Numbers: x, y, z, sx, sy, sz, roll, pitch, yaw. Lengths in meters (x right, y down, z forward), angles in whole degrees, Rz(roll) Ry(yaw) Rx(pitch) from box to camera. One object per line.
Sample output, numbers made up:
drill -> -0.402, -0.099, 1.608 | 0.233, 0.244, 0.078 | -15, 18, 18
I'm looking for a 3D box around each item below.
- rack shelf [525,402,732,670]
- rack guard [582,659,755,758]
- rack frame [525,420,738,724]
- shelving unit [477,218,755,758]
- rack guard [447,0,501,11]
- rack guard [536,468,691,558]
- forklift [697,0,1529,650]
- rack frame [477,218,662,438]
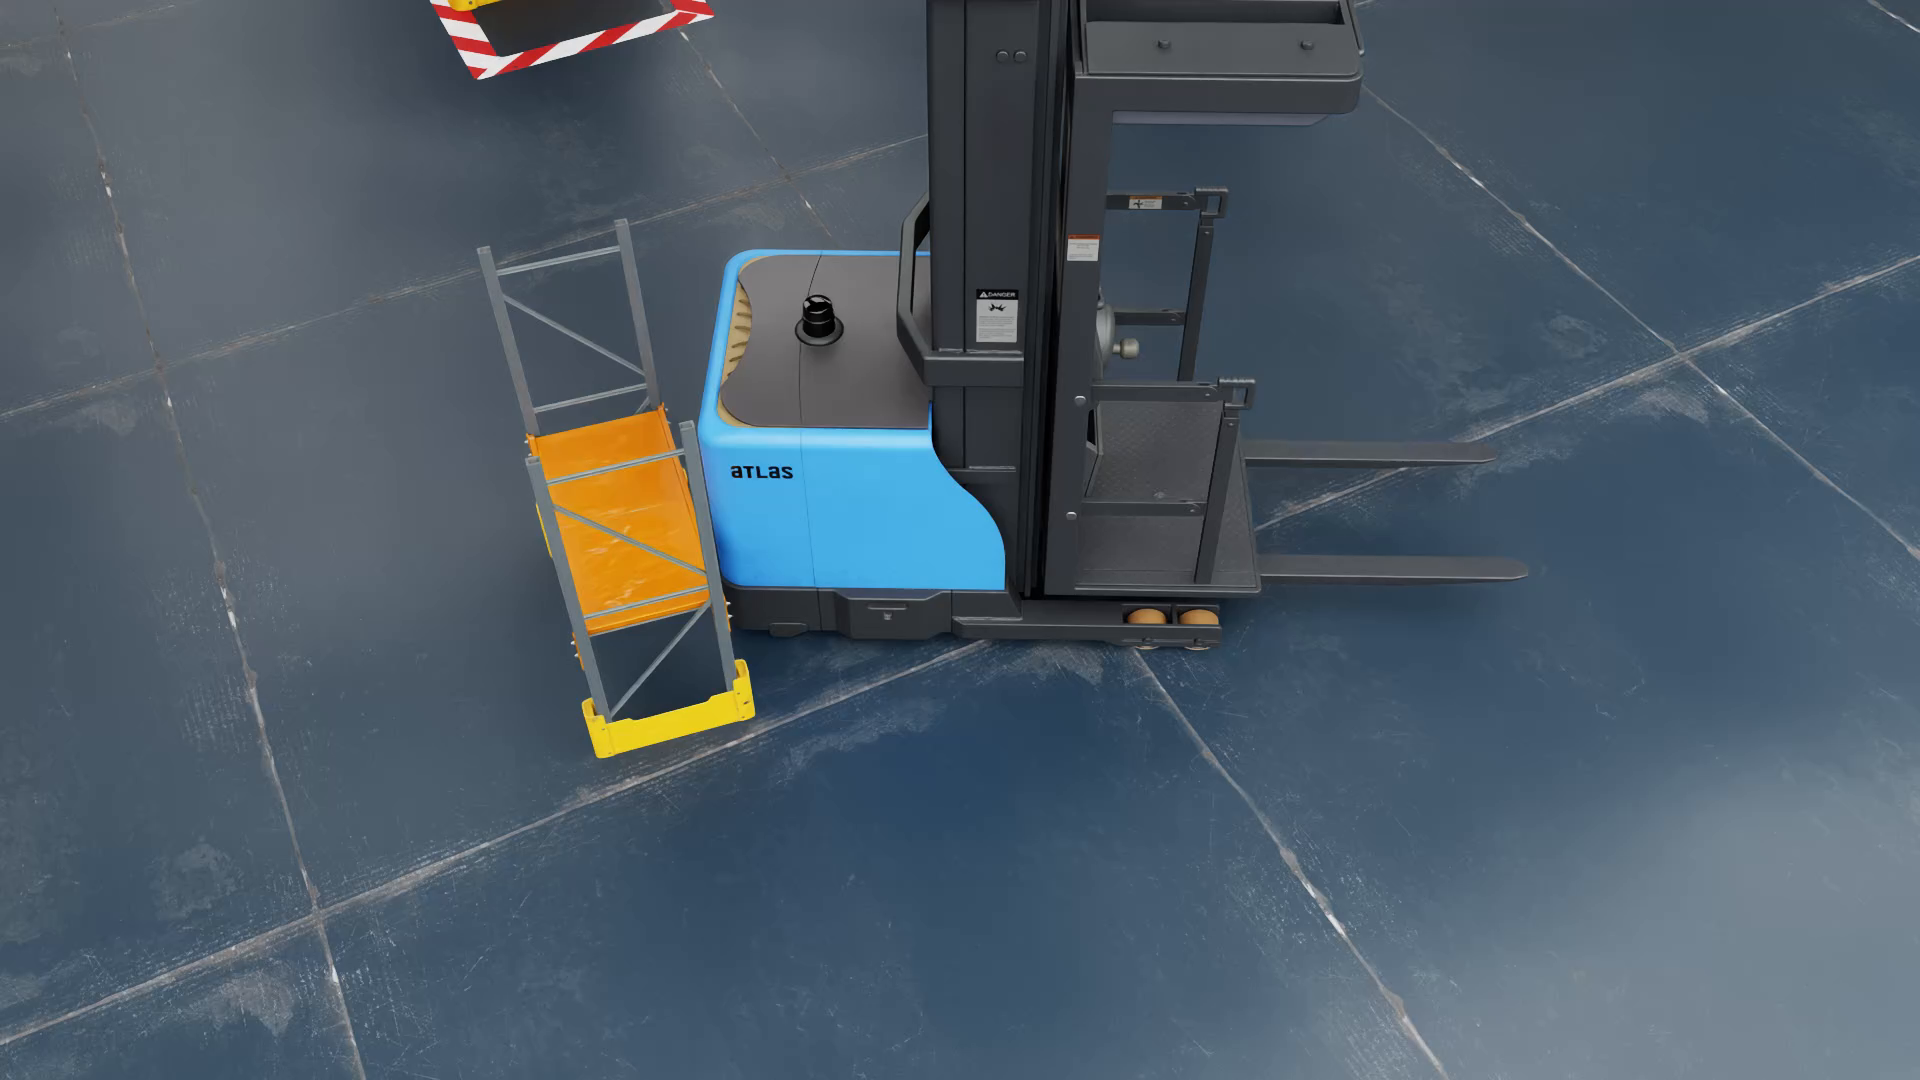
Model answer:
rack shelf -> -1.192, -0.038, 5.918 | 0.538, 0.185, 1.000 | -14, 50, -12
rack guard -> -1.035, 0.604, 5.948 | 0.587, 0.250, 0.087 | -14, 50, -12
rack frame -> -1.030, 0.207, 5.465 | 0.500, 1.500, 0.032 | -14, 50, -12
shelving unit -> -1.195, -0.162, 5.788 | 0.587, 1.500, 1.083 | -14, 50, -12
rack guard -> -2.349, -3.390, 9.275 | 1.175, 0.500, 0.348 | -21, 52, -18
rack guard -> -1.354, -0.106, 6.569 | 0.587, 0.250, 0.087 | -14, 50, -12
forklift -> 0.624, -0.956, 5.532 | 3.031, 2.935, 1.130 | 1, 49, 1
rack frame -> -1.354, -0.518, 6.099 | 0.500, 1.500, 0.032 | -14, 50, -12
